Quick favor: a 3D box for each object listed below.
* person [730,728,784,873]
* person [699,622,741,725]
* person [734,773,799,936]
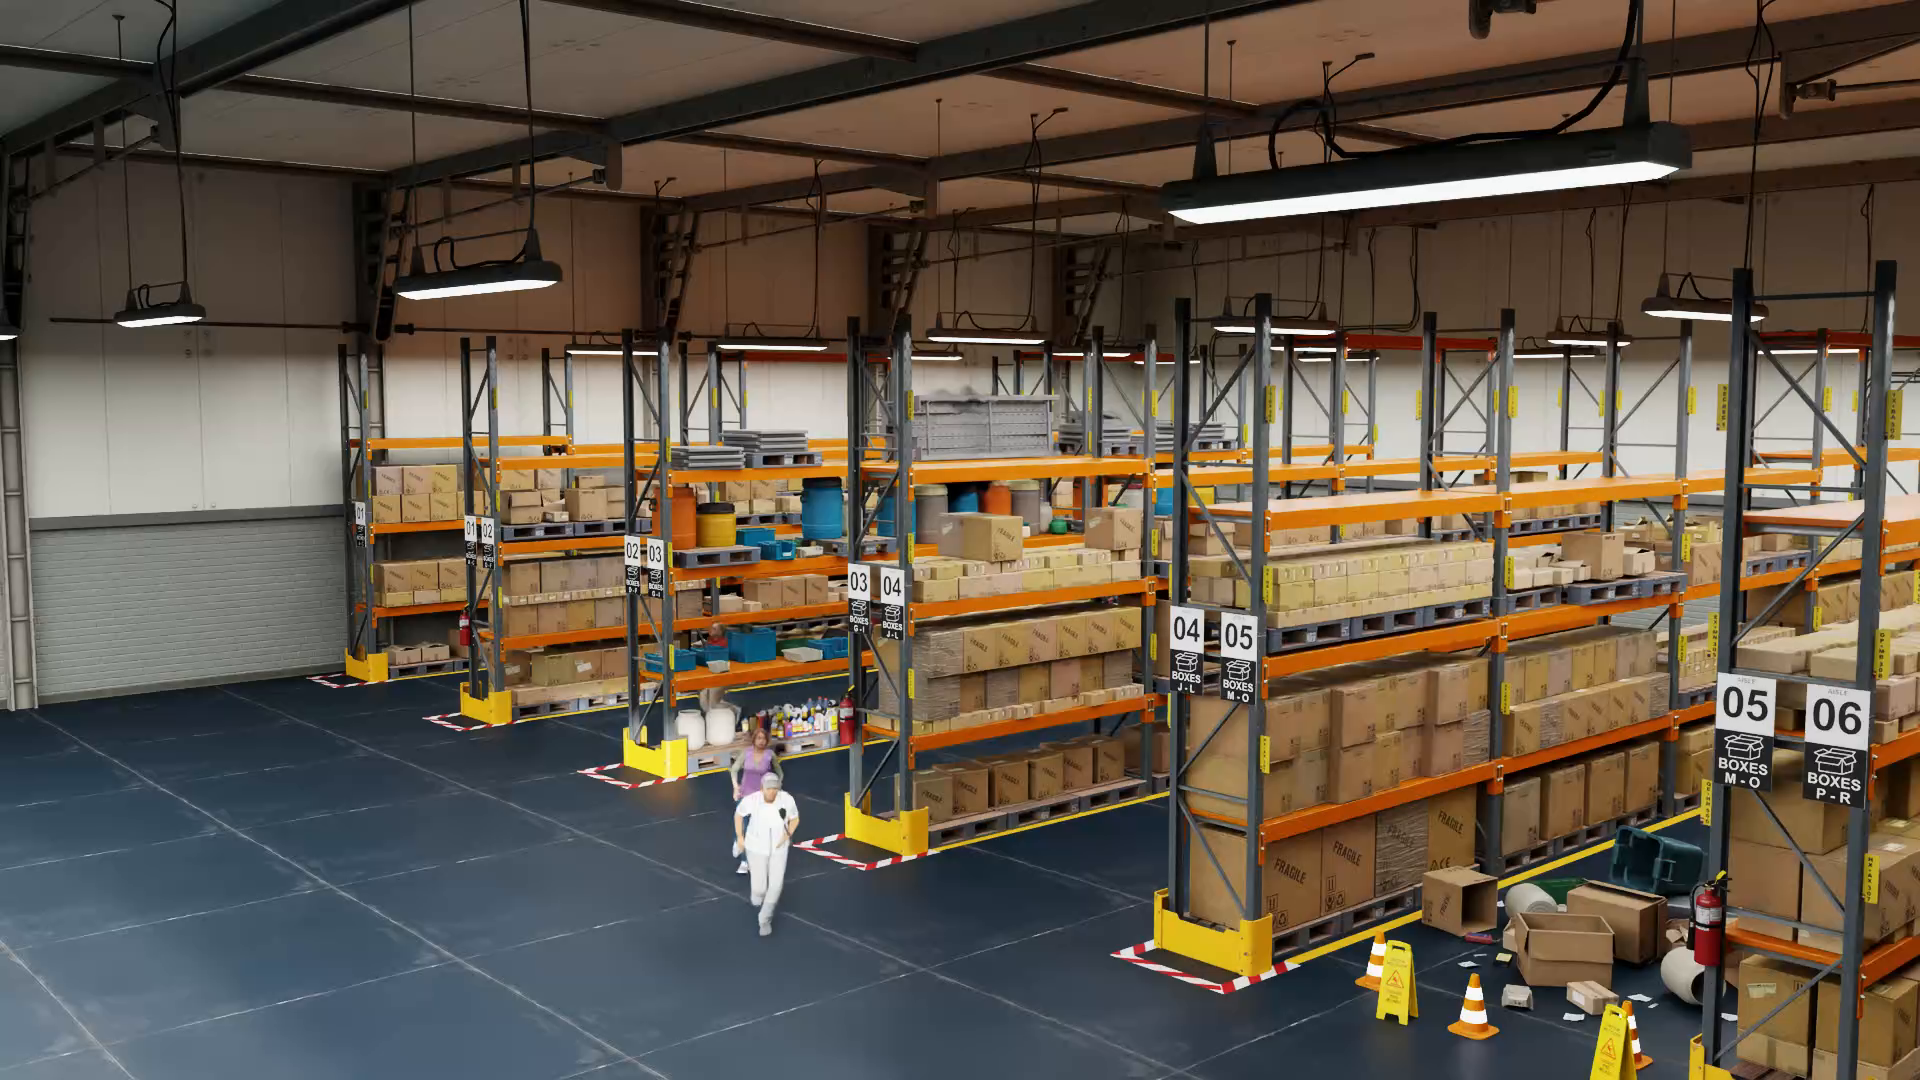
[{"bbox_3d":[-2.194,2.788,18.007,0.581,1.548,0.527,0,5,-4],"label":"person"},{"bbox_3d":[-3.661,2.075,25.170,0.629,1.671,0.661,-5,7,-42],"label":"person"},{"bbox_3d":[-1.842,2.972,15.909,0.599,1.602,0.758,-2,5,-18],"label":"person"}]
